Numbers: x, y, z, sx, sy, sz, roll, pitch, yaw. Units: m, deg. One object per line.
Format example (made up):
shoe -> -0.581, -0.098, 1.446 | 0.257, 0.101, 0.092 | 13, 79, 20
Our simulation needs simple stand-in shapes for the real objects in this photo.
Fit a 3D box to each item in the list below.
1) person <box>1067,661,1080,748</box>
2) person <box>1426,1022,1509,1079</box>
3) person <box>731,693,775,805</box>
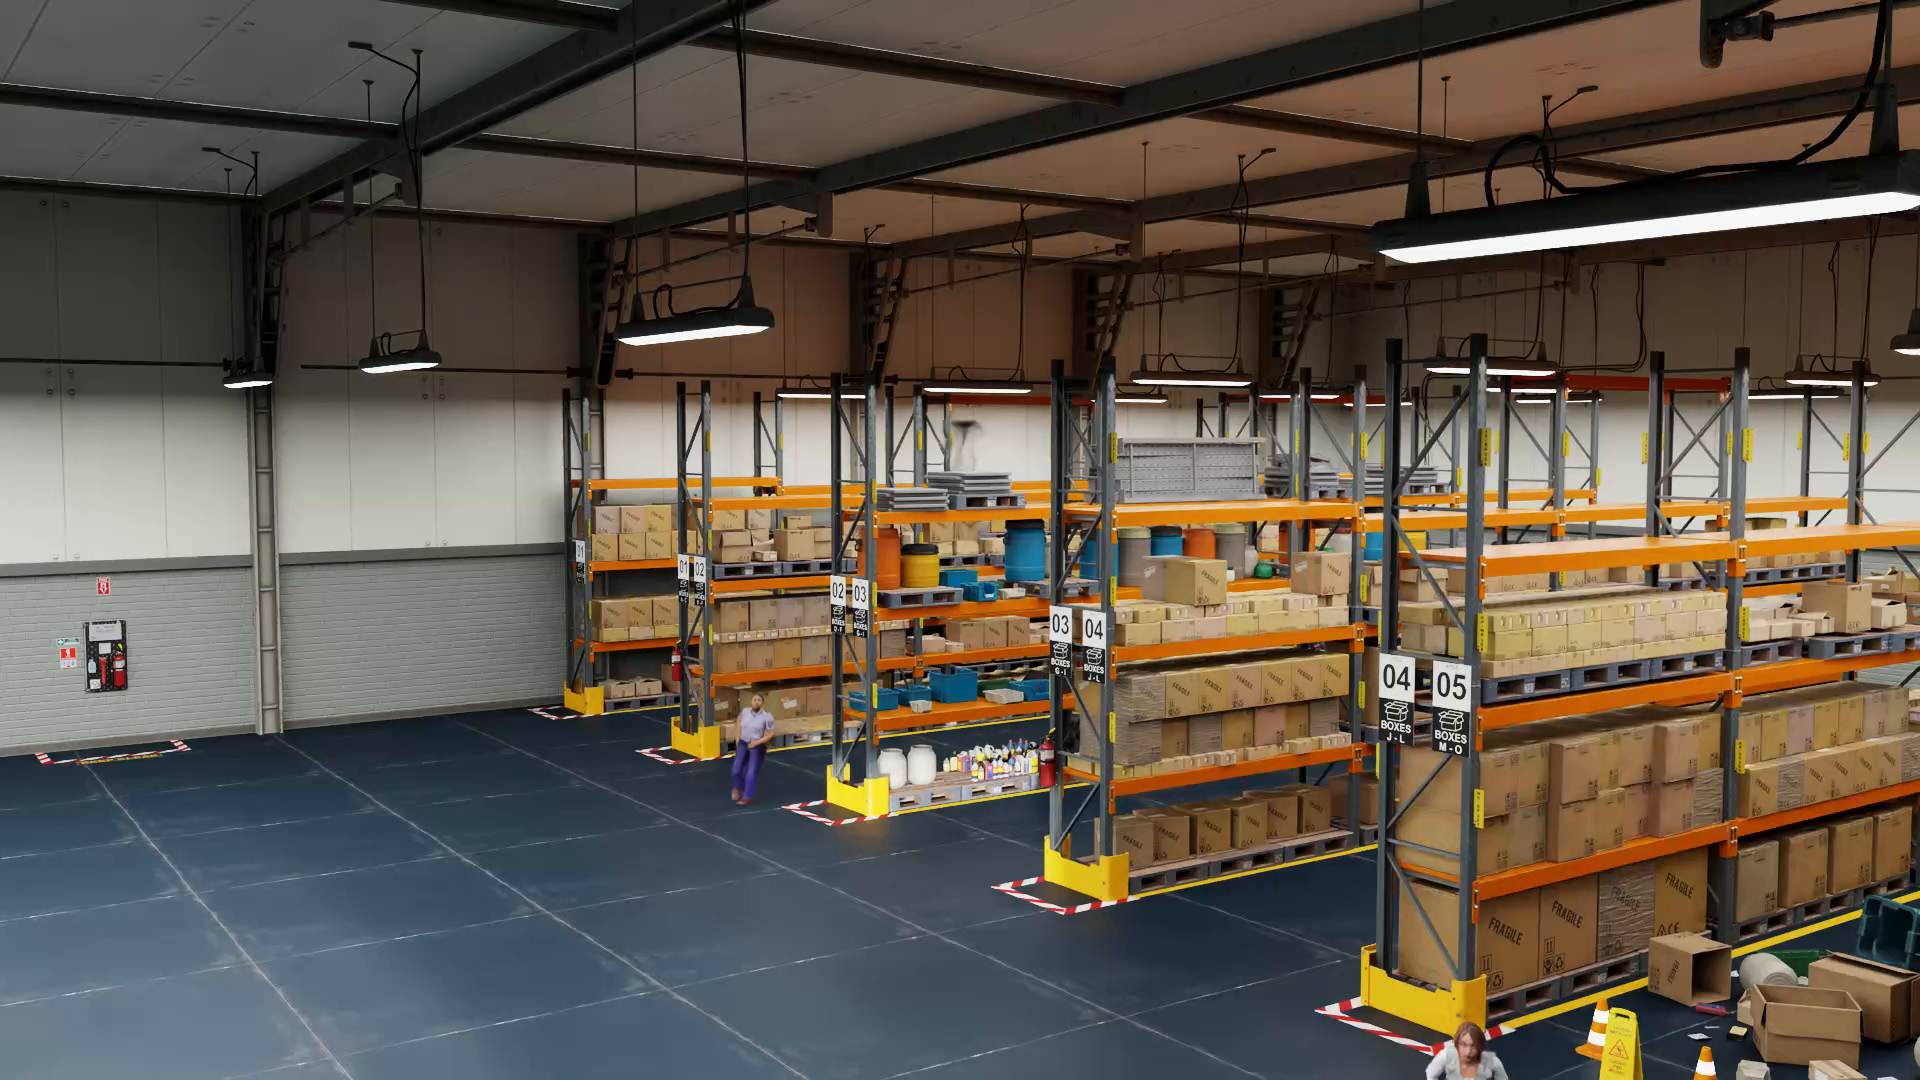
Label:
person -> 1.760, 2.583, 27.228 | 0.653, 1.688, 0.674 | -2, 4, -26
person -> 3.233, 3.742, 10.575 | 0.532, 1.537, 0.709 | 1, 4, 17
person -> -2.886, 2.896, 23.020 | 0.680, 1.583, 0.539 | 1, 4, 10
